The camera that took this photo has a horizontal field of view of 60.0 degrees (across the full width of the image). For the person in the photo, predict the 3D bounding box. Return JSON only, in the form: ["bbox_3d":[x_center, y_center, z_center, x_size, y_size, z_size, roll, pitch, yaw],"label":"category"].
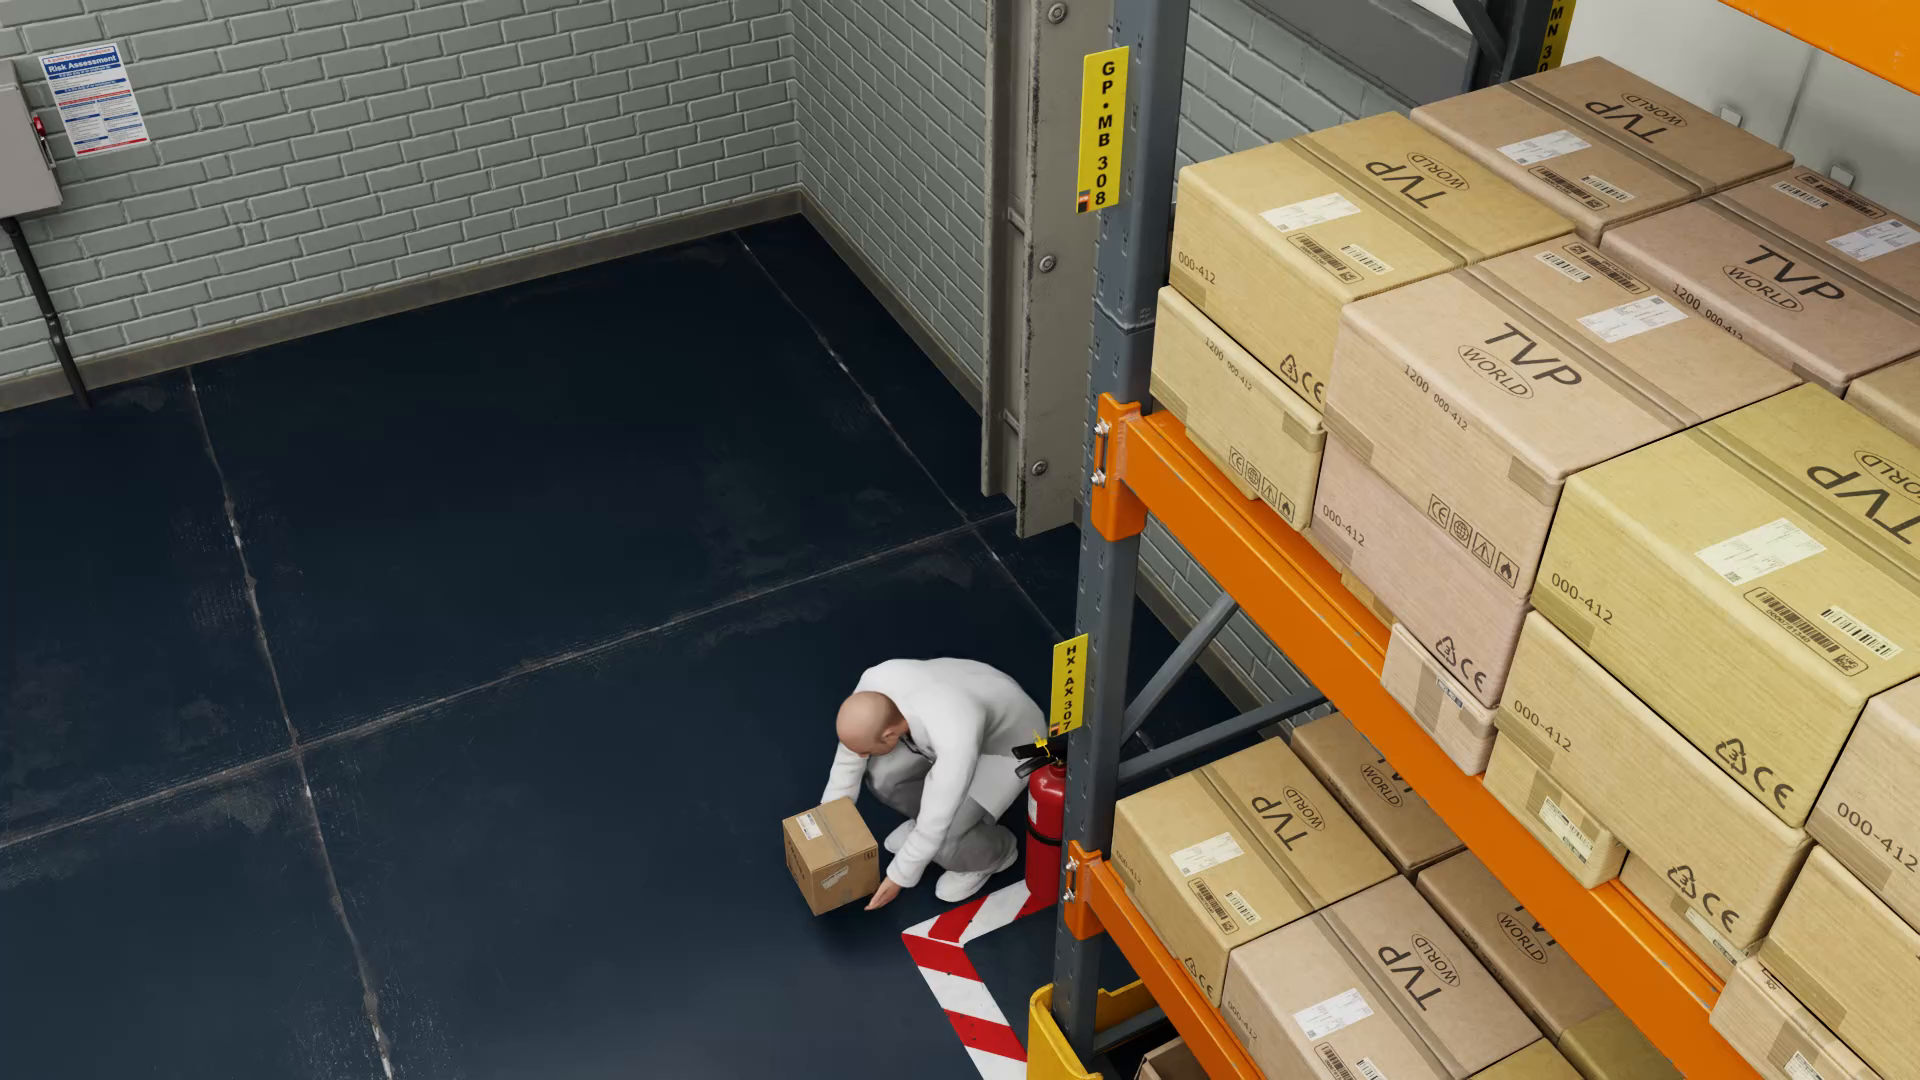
[{"bbox_3d":[-0.078,0.792,5.769,0.871,1.101,0.611,-23,46,-25],"label":"person"}]
